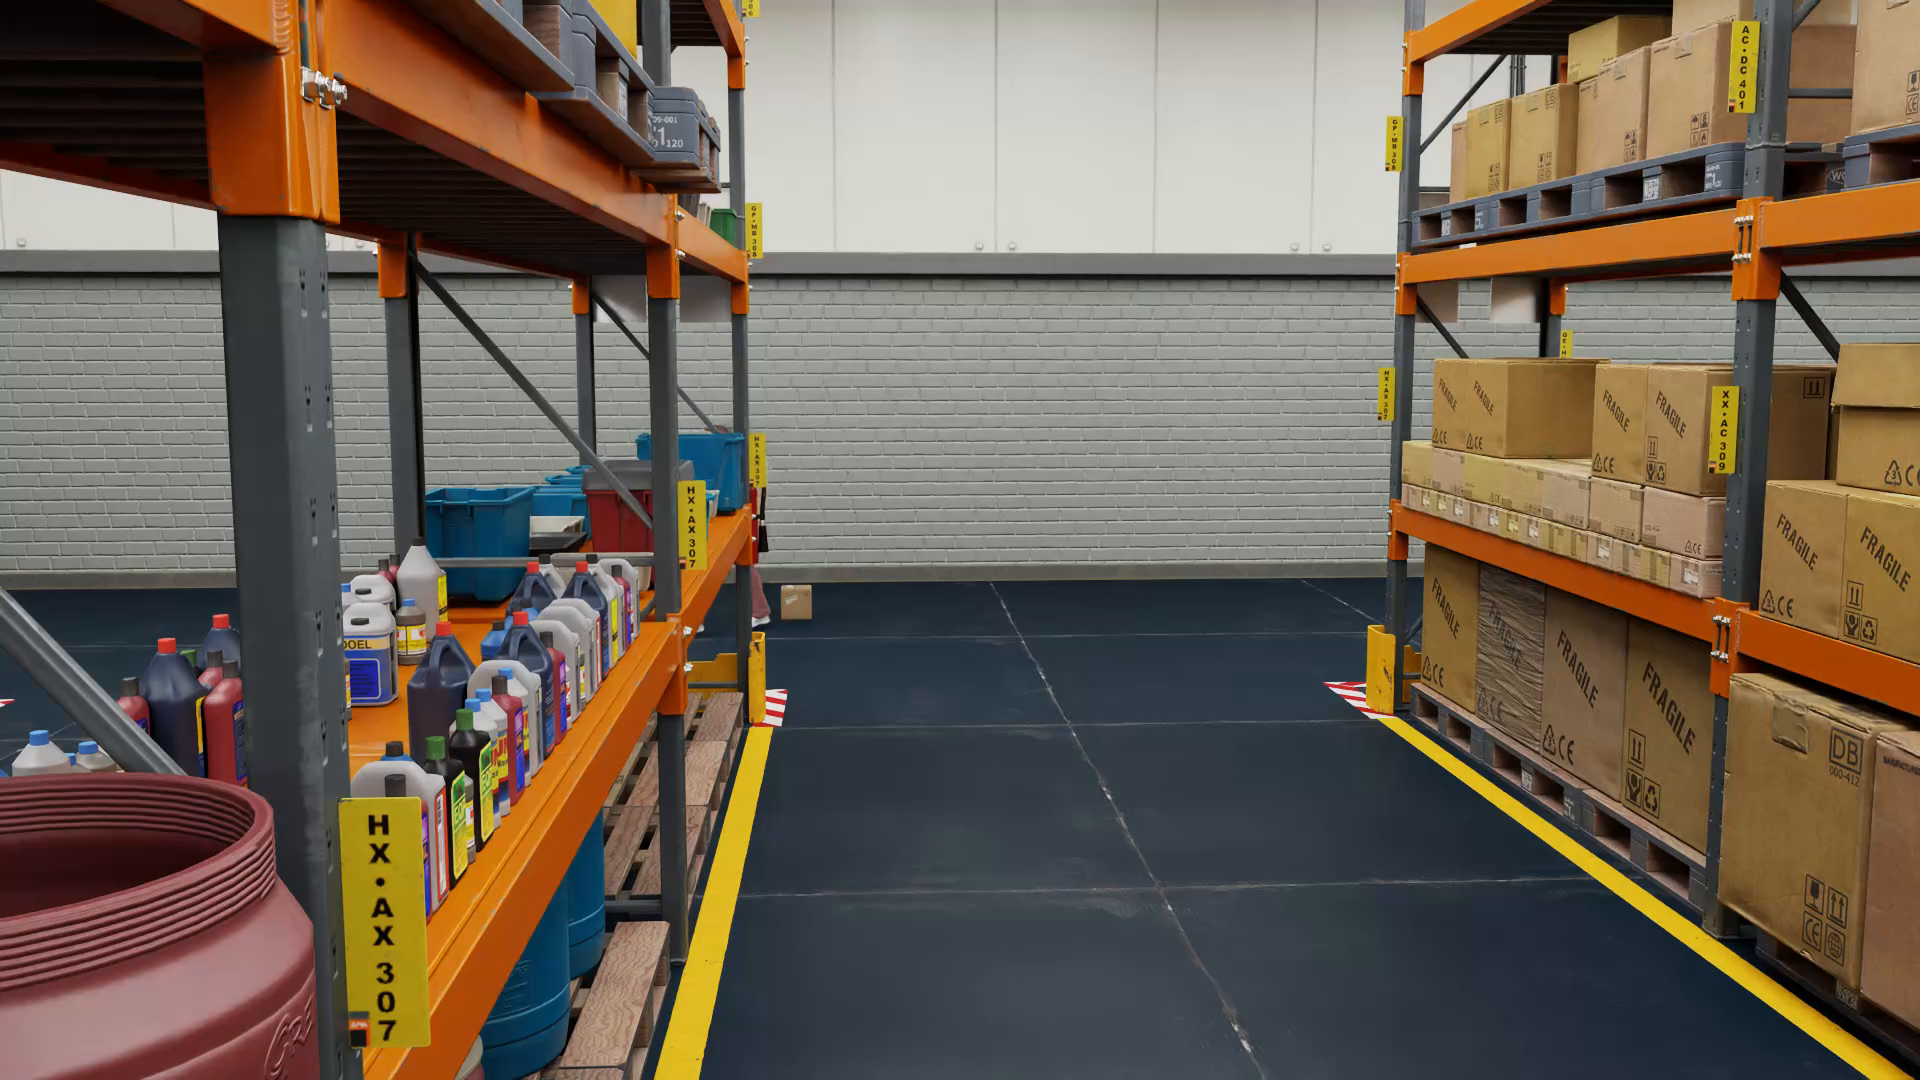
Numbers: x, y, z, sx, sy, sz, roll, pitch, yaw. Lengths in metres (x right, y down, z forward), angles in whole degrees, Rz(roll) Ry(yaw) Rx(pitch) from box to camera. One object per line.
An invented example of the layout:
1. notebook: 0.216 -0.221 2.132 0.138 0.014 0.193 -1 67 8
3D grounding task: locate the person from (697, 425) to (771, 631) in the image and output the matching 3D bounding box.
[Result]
1. person: -1.865 -0.087 12.921 0.470 1.610 0.950 7 10 44
